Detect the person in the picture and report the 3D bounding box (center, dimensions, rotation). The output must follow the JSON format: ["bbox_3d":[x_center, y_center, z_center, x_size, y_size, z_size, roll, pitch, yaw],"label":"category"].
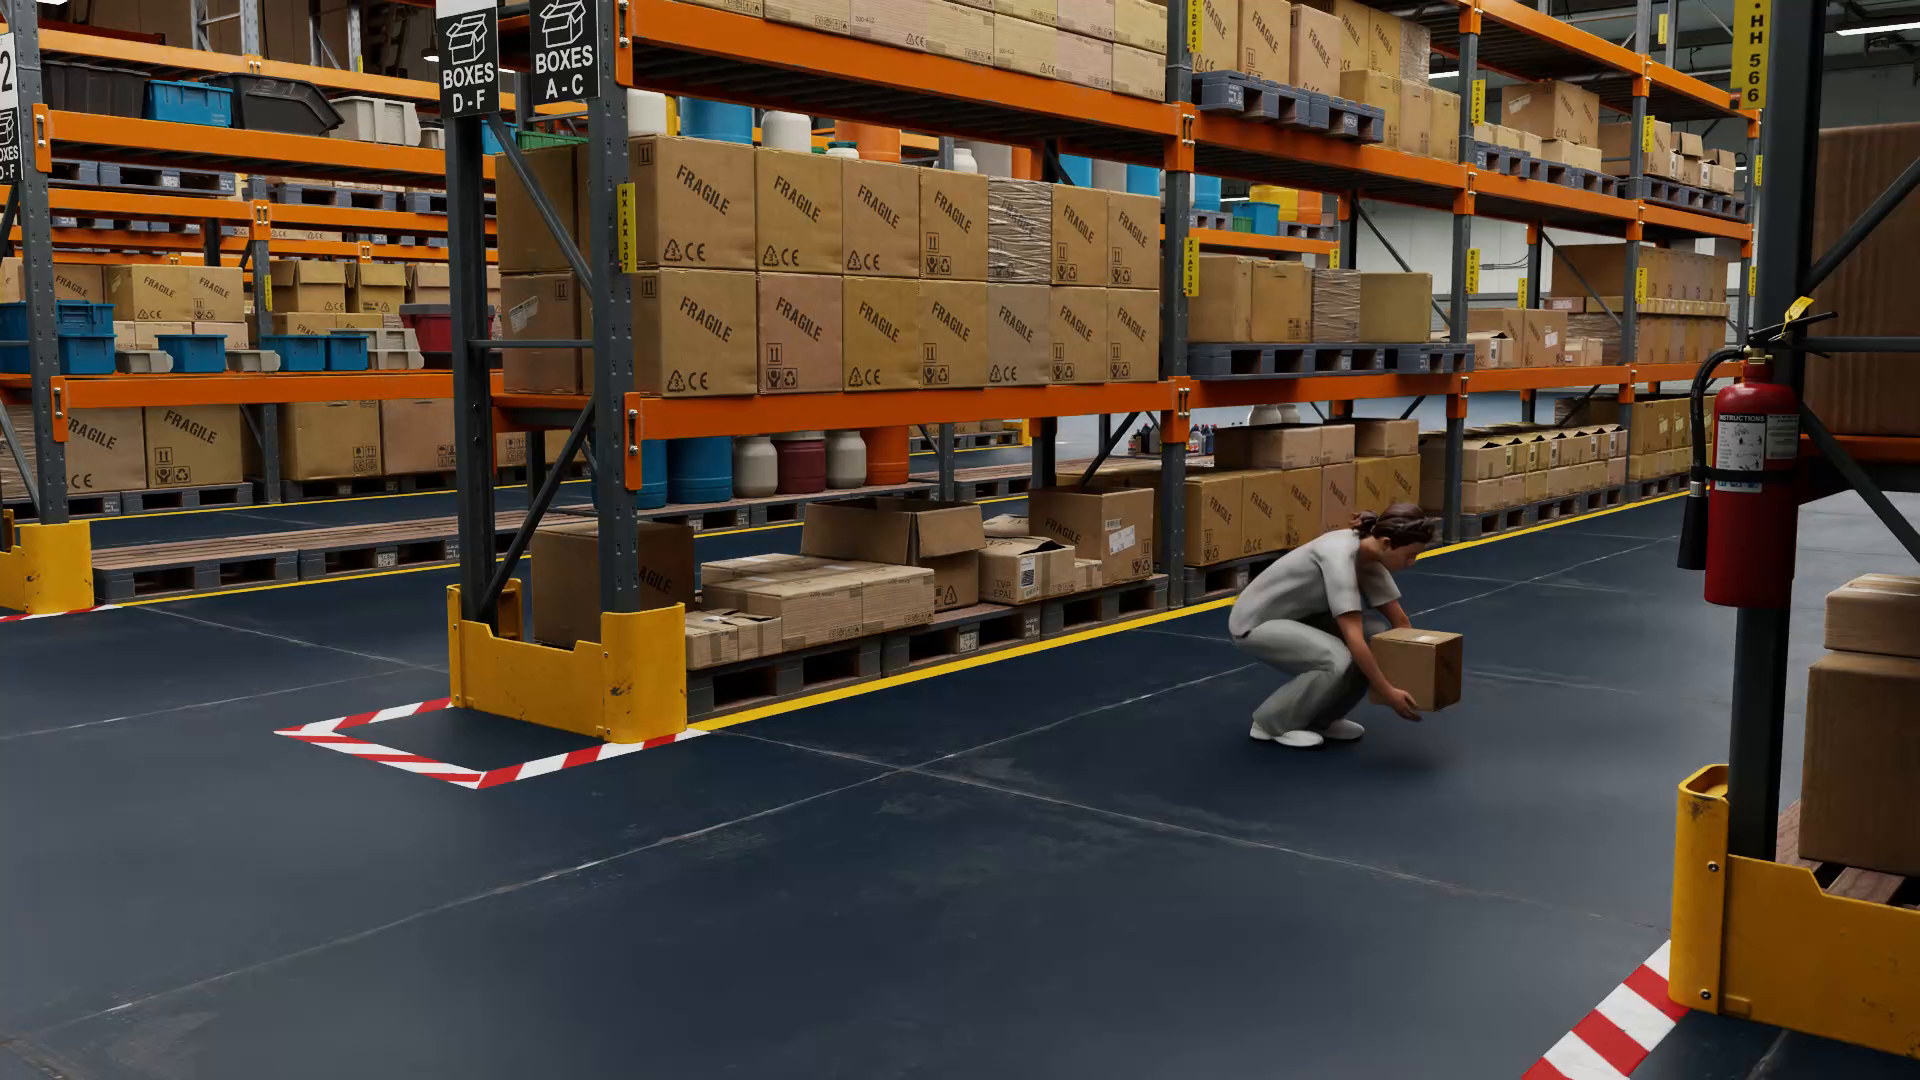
[{"bbox_3d":[1.421,0.310,6.293,0.796,0.936,0.492,5,9,38],"label":"person"}]
